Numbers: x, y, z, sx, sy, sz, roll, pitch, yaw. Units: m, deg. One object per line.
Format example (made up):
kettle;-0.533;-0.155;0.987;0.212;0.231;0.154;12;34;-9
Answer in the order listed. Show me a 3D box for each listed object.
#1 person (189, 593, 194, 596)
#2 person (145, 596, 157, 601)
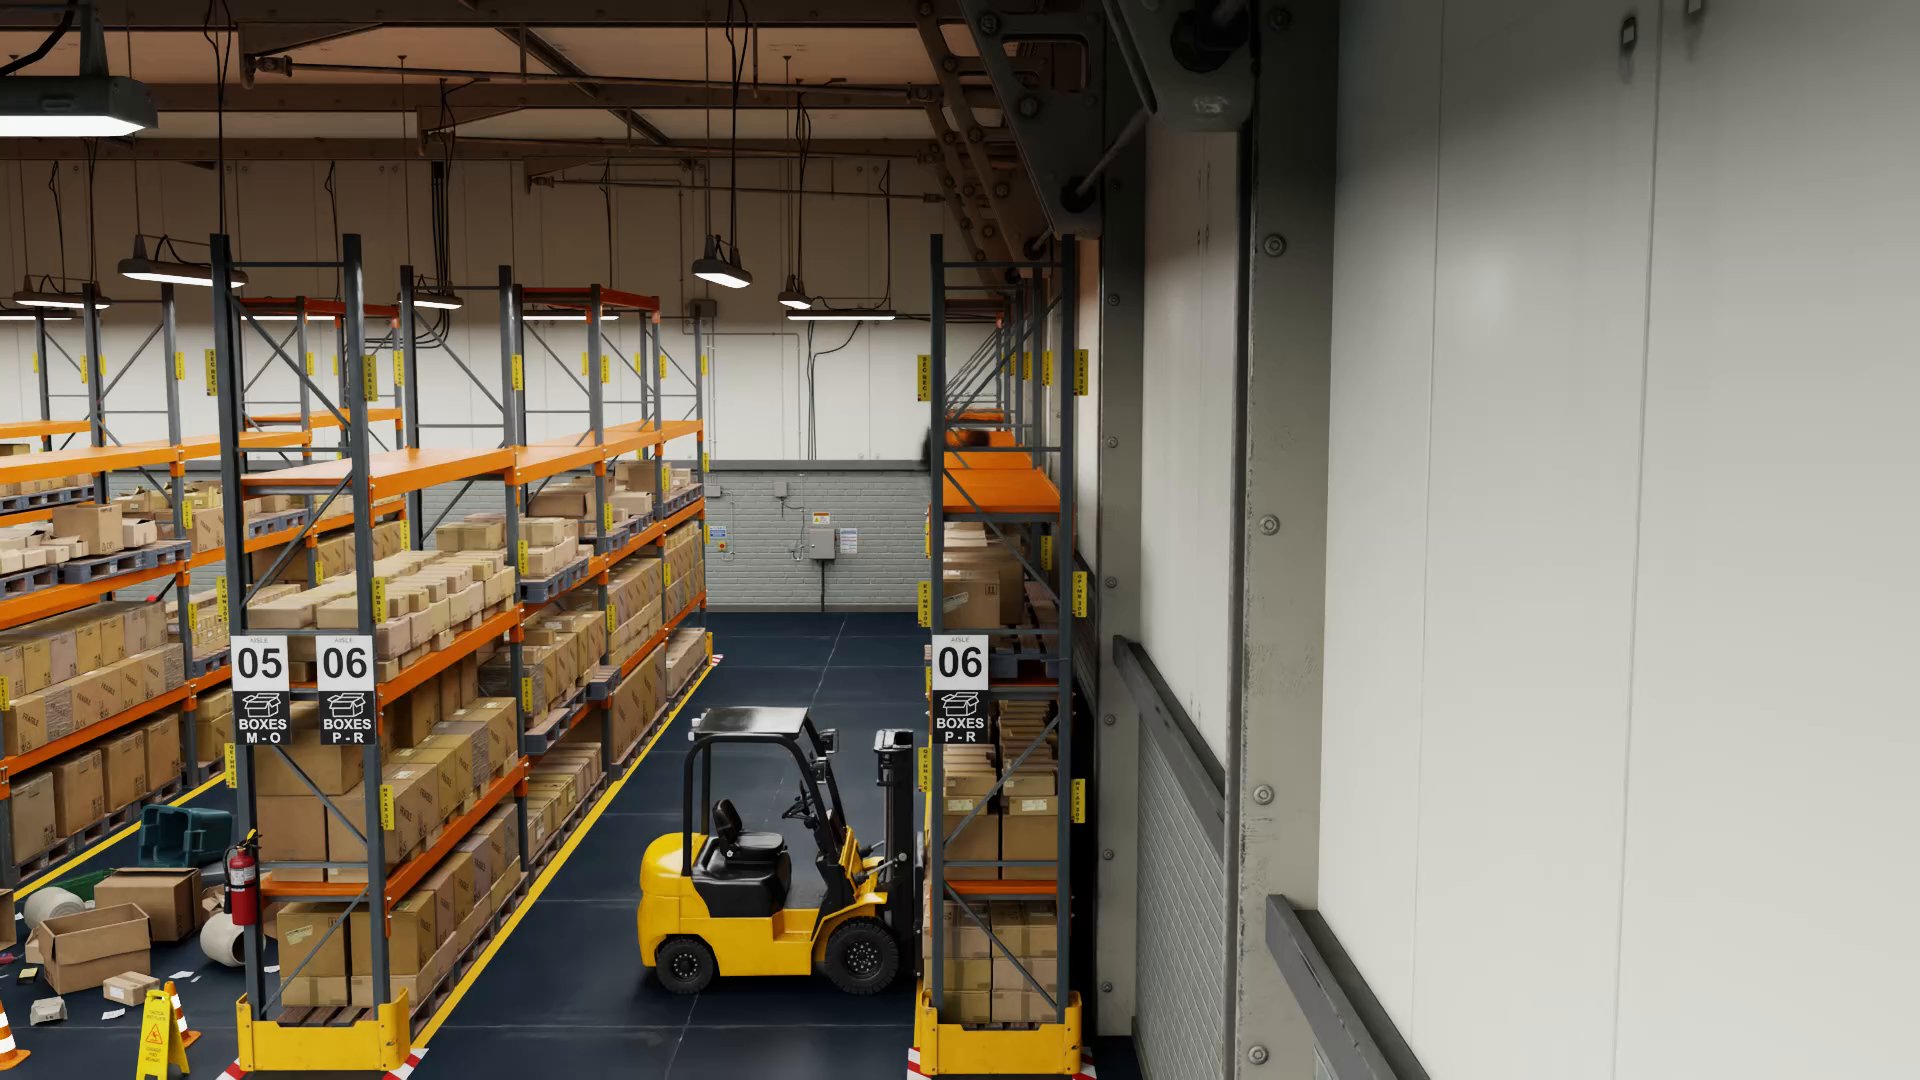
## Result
person;-11.442;1.629;24.783;0.570;1.704;0.697;0;6;3
person;-11.510;1.669;23.792;0.653;1.758;0.818;0;6;-4
